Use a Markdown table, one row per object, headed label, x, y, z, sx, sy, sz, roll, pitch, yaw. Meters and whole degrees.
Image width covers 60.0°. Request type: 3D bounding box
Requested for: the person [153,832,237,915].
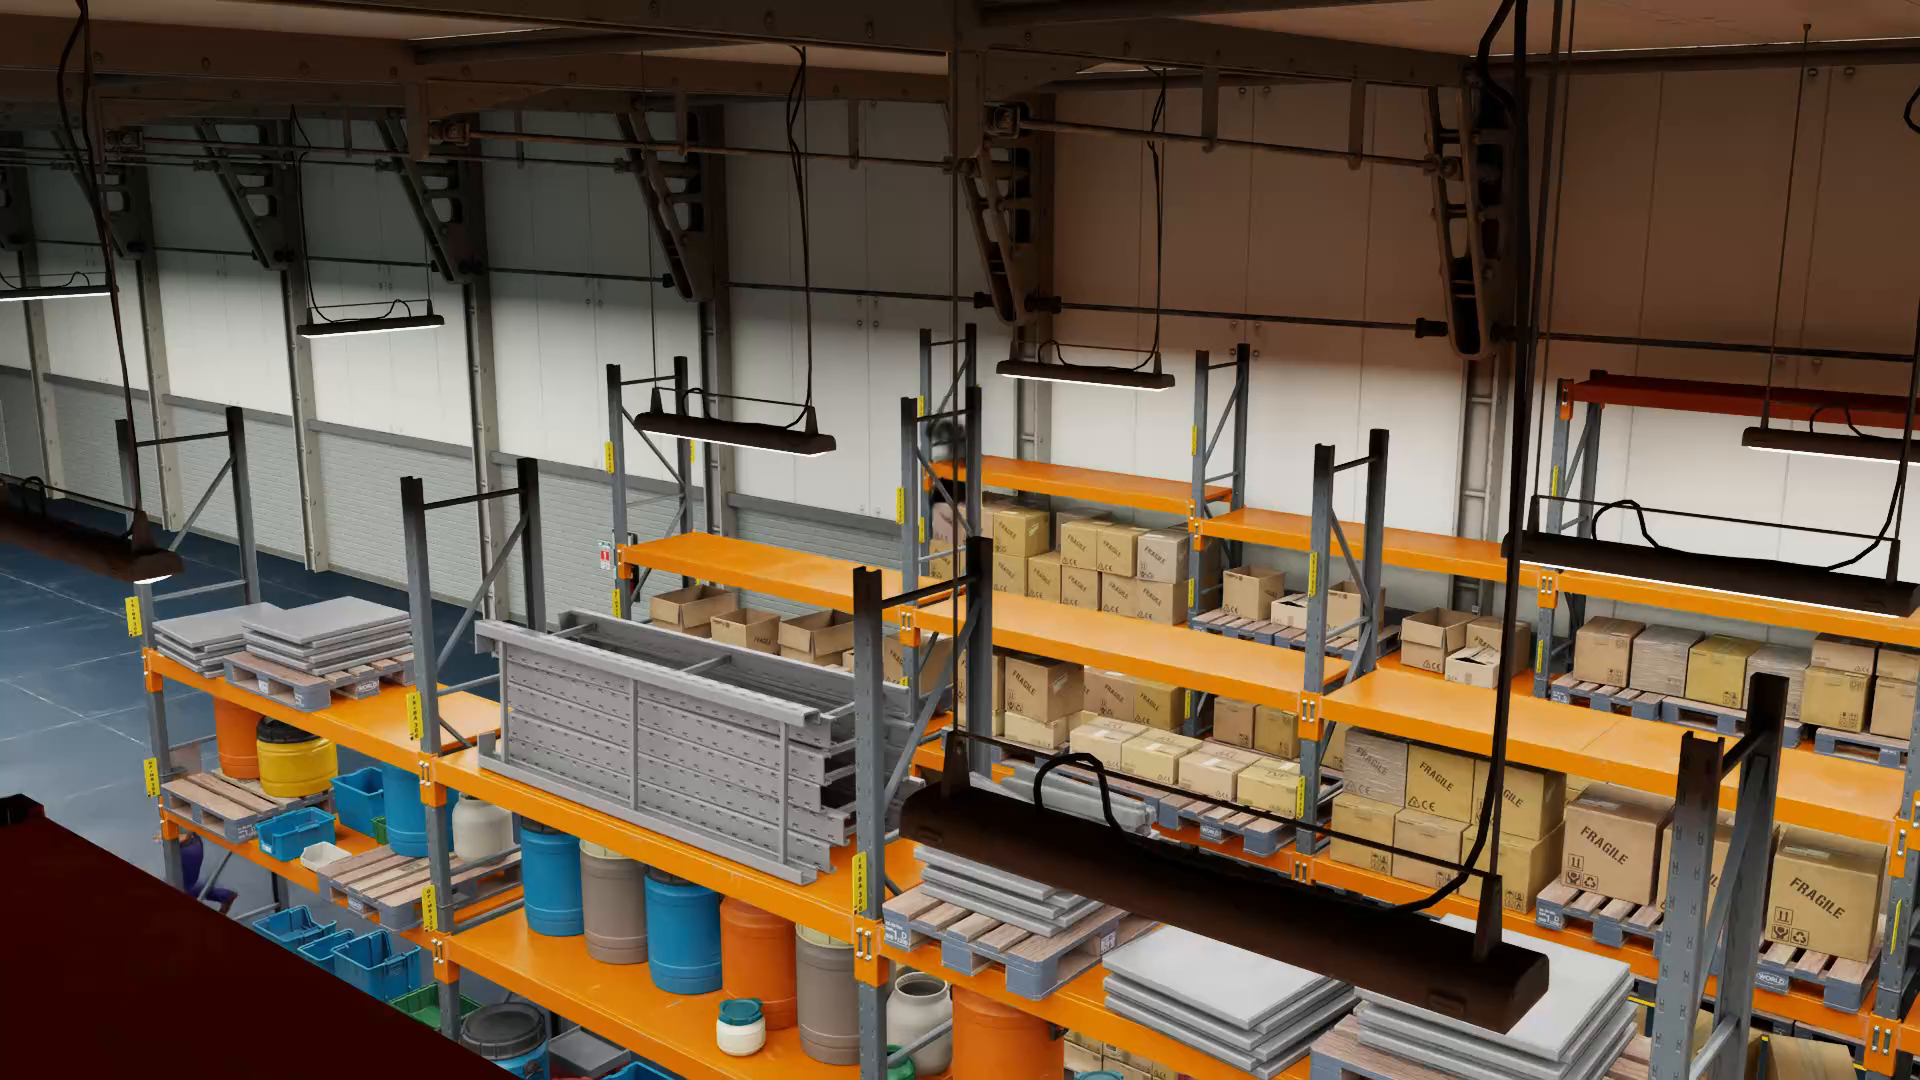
| label | x | y | z | sx | sy | sz | roll | pitch | yaw |
| --- | --- | --- | --- | --- | --- | --- | --- | --- | --- |
| person | -8.235 | 3.341 | 17.795 | 0.842 | 1.616 | 0.621 | -5 | 14 | -21 |
